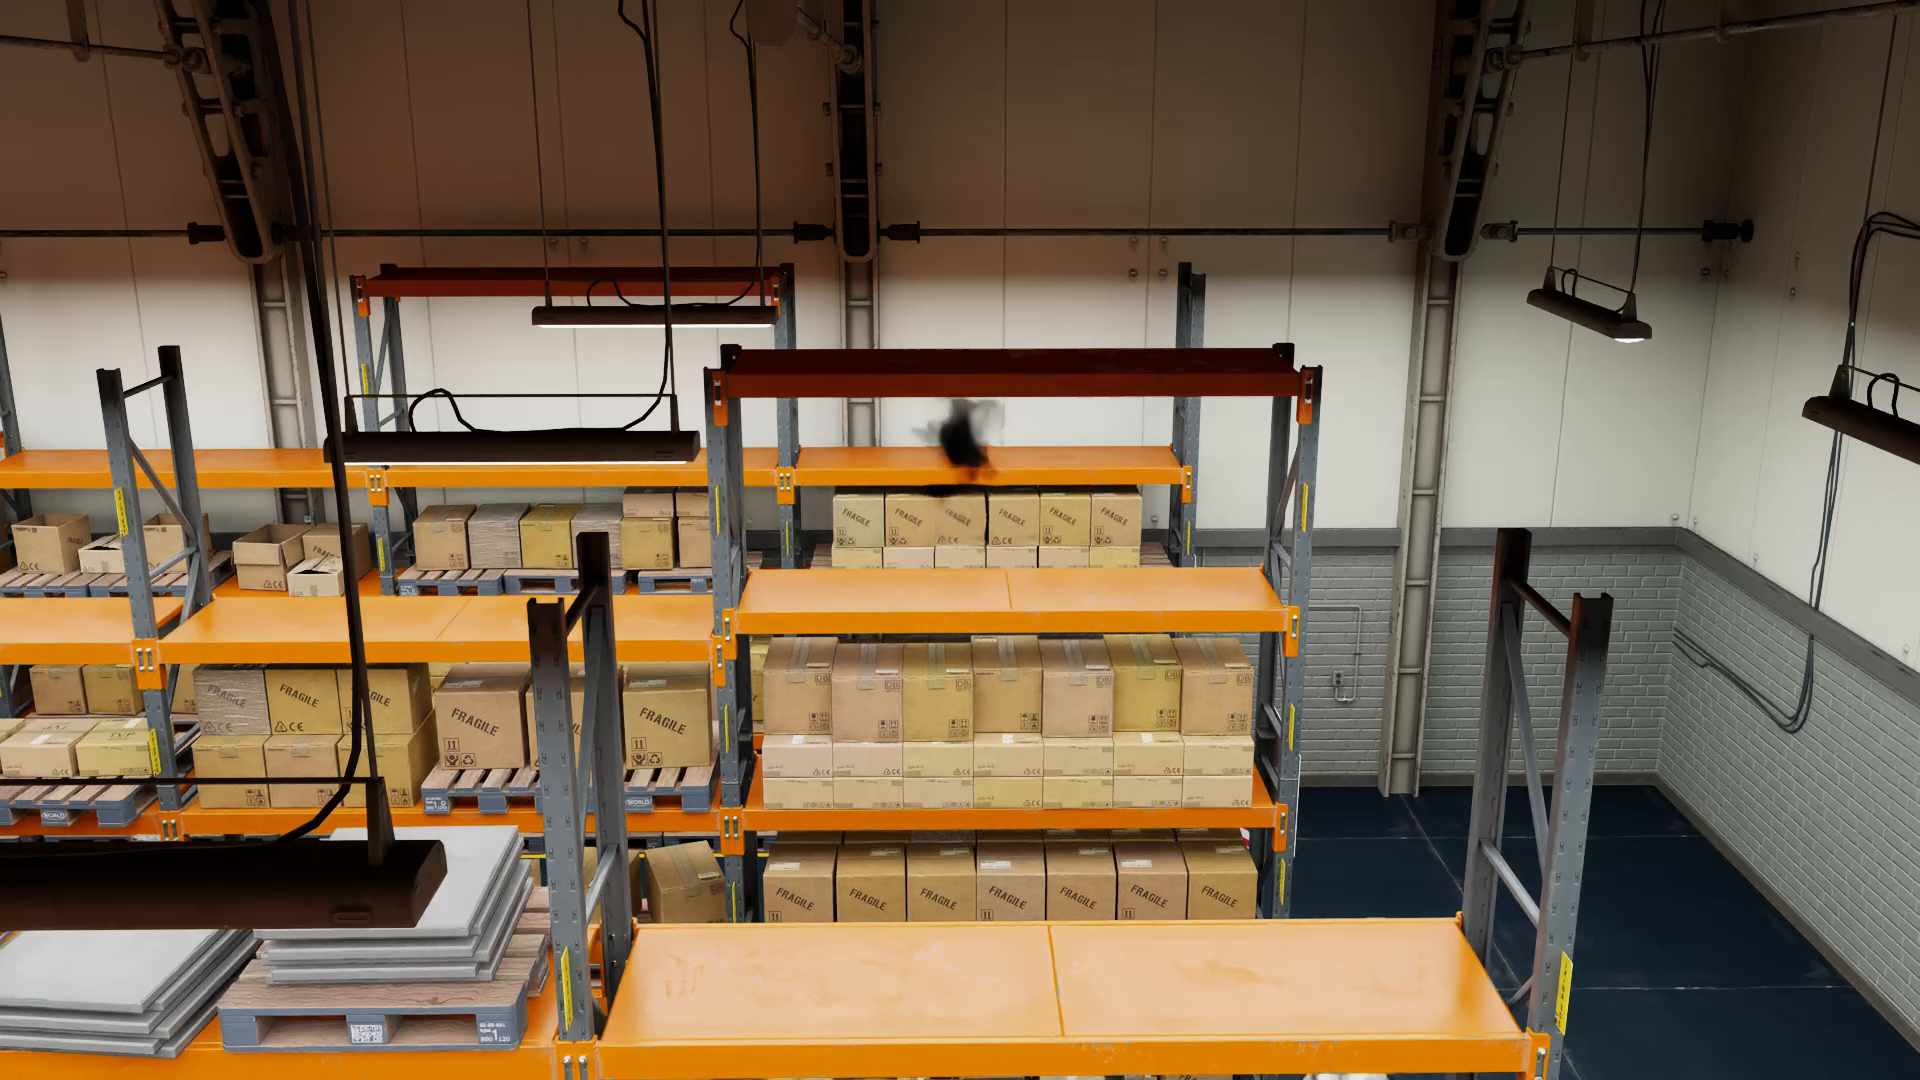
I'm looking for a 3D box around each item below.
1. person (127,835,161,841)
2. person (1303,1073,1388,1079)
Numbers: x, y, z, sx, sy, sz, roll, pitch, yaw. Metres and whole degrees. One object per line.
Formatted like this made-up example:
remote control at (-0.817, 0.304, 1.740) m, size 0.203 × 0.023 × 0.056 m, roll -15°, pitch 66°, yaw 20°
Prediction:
person at (-6.956, 3.254, 14.342) m, size 0.893 × 1.676 × 0.588 m, roll -2°, pitch 16°, yaw -7°
person at (2.619, 4.108, 11.412) m, size 0.714 × 1.719 × 0.499 m, roll 10°, pitch 19°, yaw 30°
